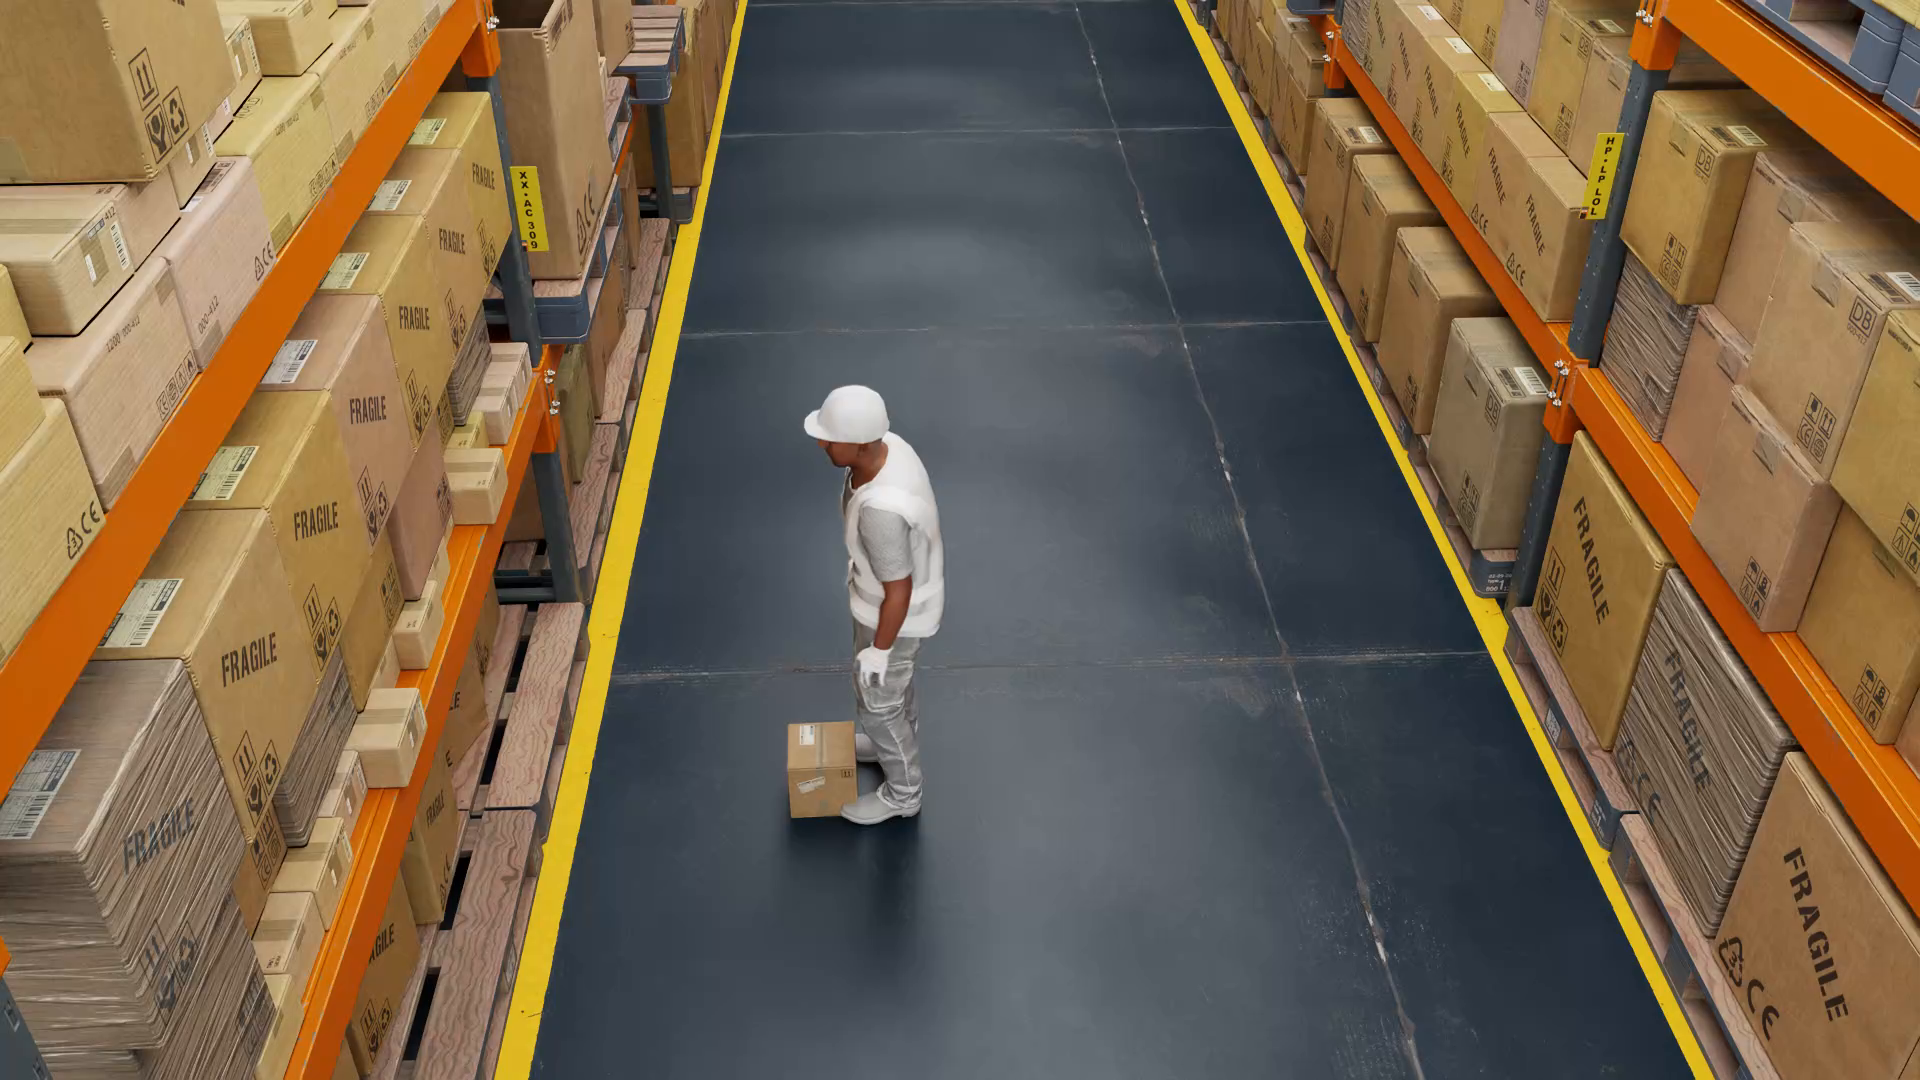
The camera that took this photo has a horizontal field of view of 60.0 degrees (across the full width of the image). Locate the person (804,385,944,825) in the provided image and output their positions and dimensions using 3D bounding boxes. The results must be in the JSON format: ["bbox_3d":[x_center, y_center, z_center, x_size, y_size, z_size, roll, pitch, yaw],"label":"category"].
[{"bbox_3d":[-0.283,0.229,5.806,0.443,1.776,0.631,-3,35,-4],"label":"person"}]
